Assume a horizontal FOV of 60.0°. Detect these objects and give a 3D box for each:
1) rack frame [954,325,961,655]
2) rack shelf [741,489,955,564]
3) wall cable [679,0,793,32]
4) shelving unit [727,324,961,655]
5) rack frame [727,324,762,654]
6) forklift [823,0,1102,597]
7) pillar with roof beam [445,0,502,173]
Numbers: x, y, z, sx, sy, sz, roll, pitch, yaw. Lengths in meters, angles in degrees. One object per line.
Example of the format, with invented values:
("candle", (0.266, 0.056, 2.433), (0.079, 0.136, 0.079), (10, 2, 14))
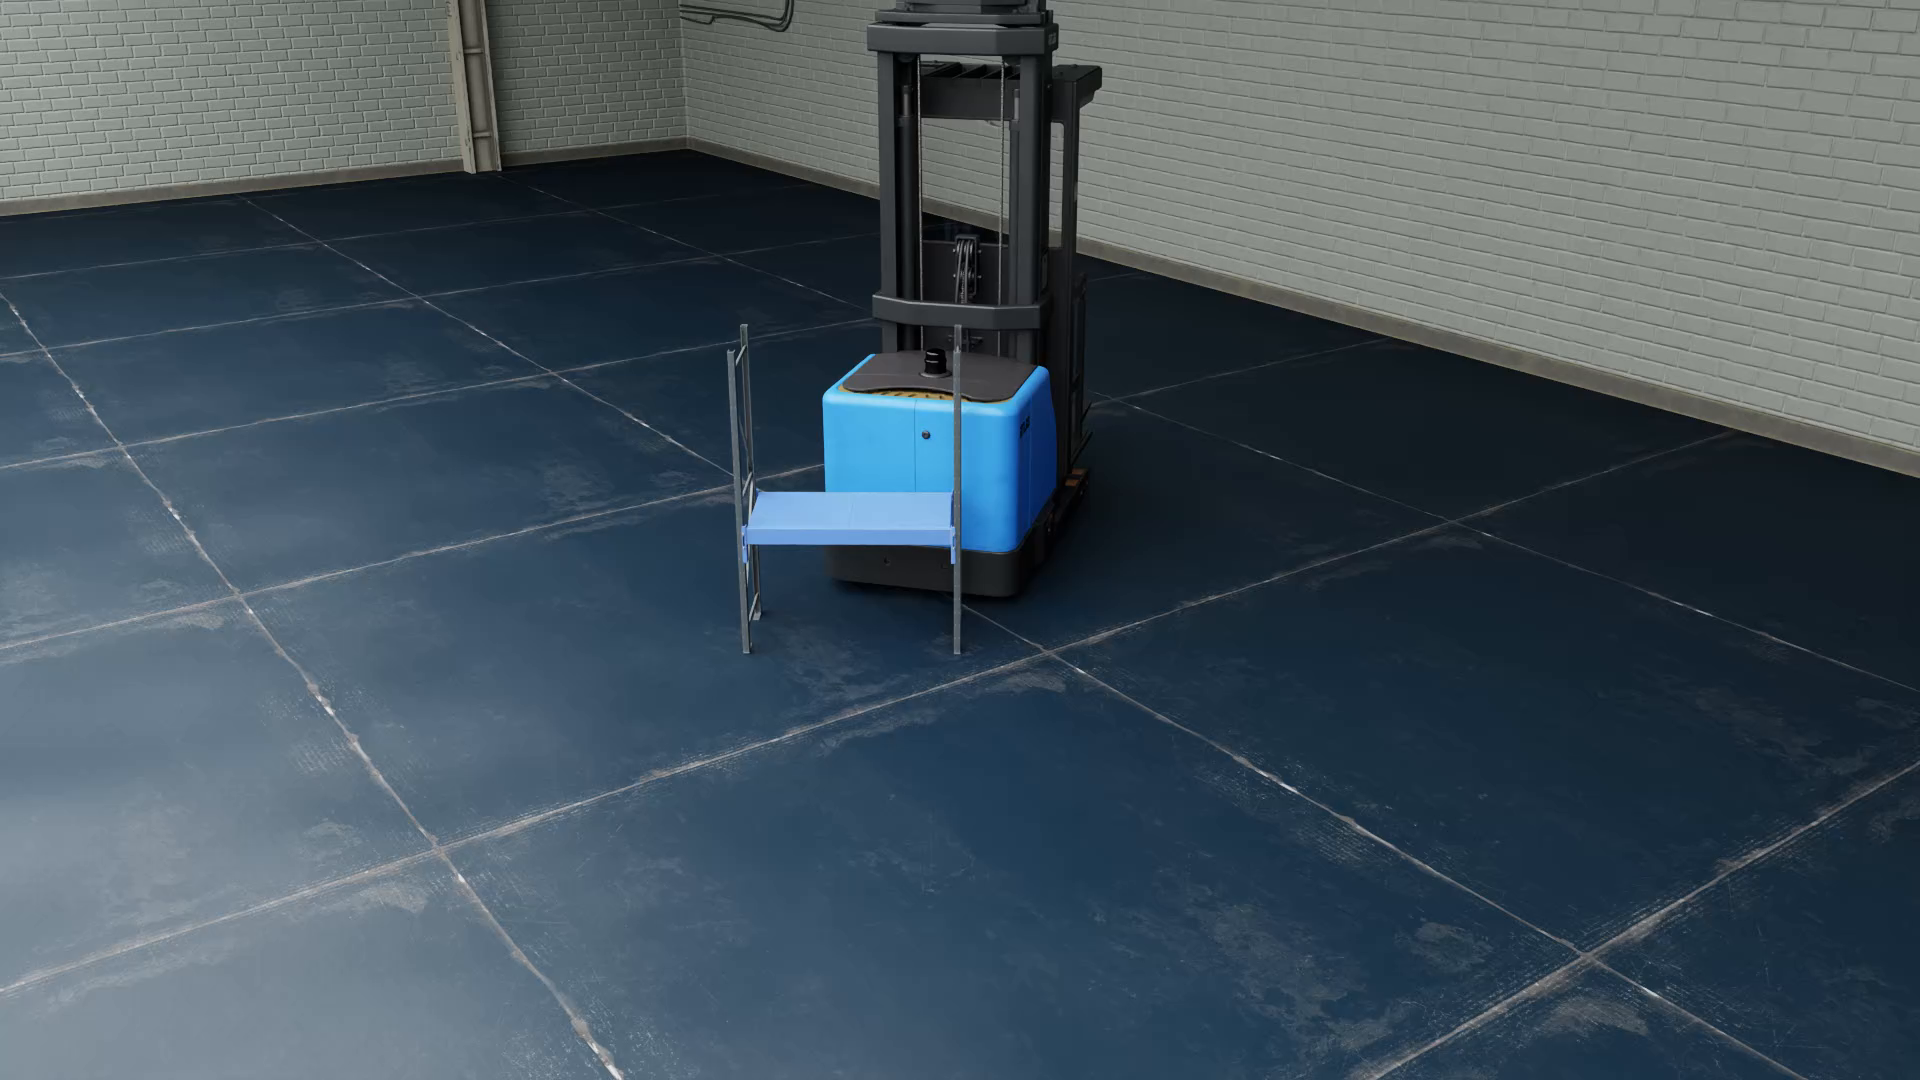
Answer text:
("rack frame", (-0.011, -0.236, 7.963), (0.032, 1.500, 0.500), (0, 22, 0))
("rack shelf", (-0.519, -0.070, 8.034), (1.000, 0.185, 0.538), (0, 22, 0))
("wall cable", (-2.924, -7.692, 20.721), (0.112, 2.526, 3.097), (-15, 26, -33))
("shelving unit", (-0.519, -0.237, 7.967), (1.048, 1.500, 0.538), (0, 22, 0))
("rack frame", (-1.028, -0.239, 7.971), (0.032, 1.500, 0.500), (0, 22, 0))
("forklift", (0.162, -1.587, 9.419), (1.130, 2.935, 3.031), (6, 22, 14))
("pillar with roof beam", (-3.574, -7.599, 16.298), (0.400, 9.000, 9.100), (-15, 26, -33))
